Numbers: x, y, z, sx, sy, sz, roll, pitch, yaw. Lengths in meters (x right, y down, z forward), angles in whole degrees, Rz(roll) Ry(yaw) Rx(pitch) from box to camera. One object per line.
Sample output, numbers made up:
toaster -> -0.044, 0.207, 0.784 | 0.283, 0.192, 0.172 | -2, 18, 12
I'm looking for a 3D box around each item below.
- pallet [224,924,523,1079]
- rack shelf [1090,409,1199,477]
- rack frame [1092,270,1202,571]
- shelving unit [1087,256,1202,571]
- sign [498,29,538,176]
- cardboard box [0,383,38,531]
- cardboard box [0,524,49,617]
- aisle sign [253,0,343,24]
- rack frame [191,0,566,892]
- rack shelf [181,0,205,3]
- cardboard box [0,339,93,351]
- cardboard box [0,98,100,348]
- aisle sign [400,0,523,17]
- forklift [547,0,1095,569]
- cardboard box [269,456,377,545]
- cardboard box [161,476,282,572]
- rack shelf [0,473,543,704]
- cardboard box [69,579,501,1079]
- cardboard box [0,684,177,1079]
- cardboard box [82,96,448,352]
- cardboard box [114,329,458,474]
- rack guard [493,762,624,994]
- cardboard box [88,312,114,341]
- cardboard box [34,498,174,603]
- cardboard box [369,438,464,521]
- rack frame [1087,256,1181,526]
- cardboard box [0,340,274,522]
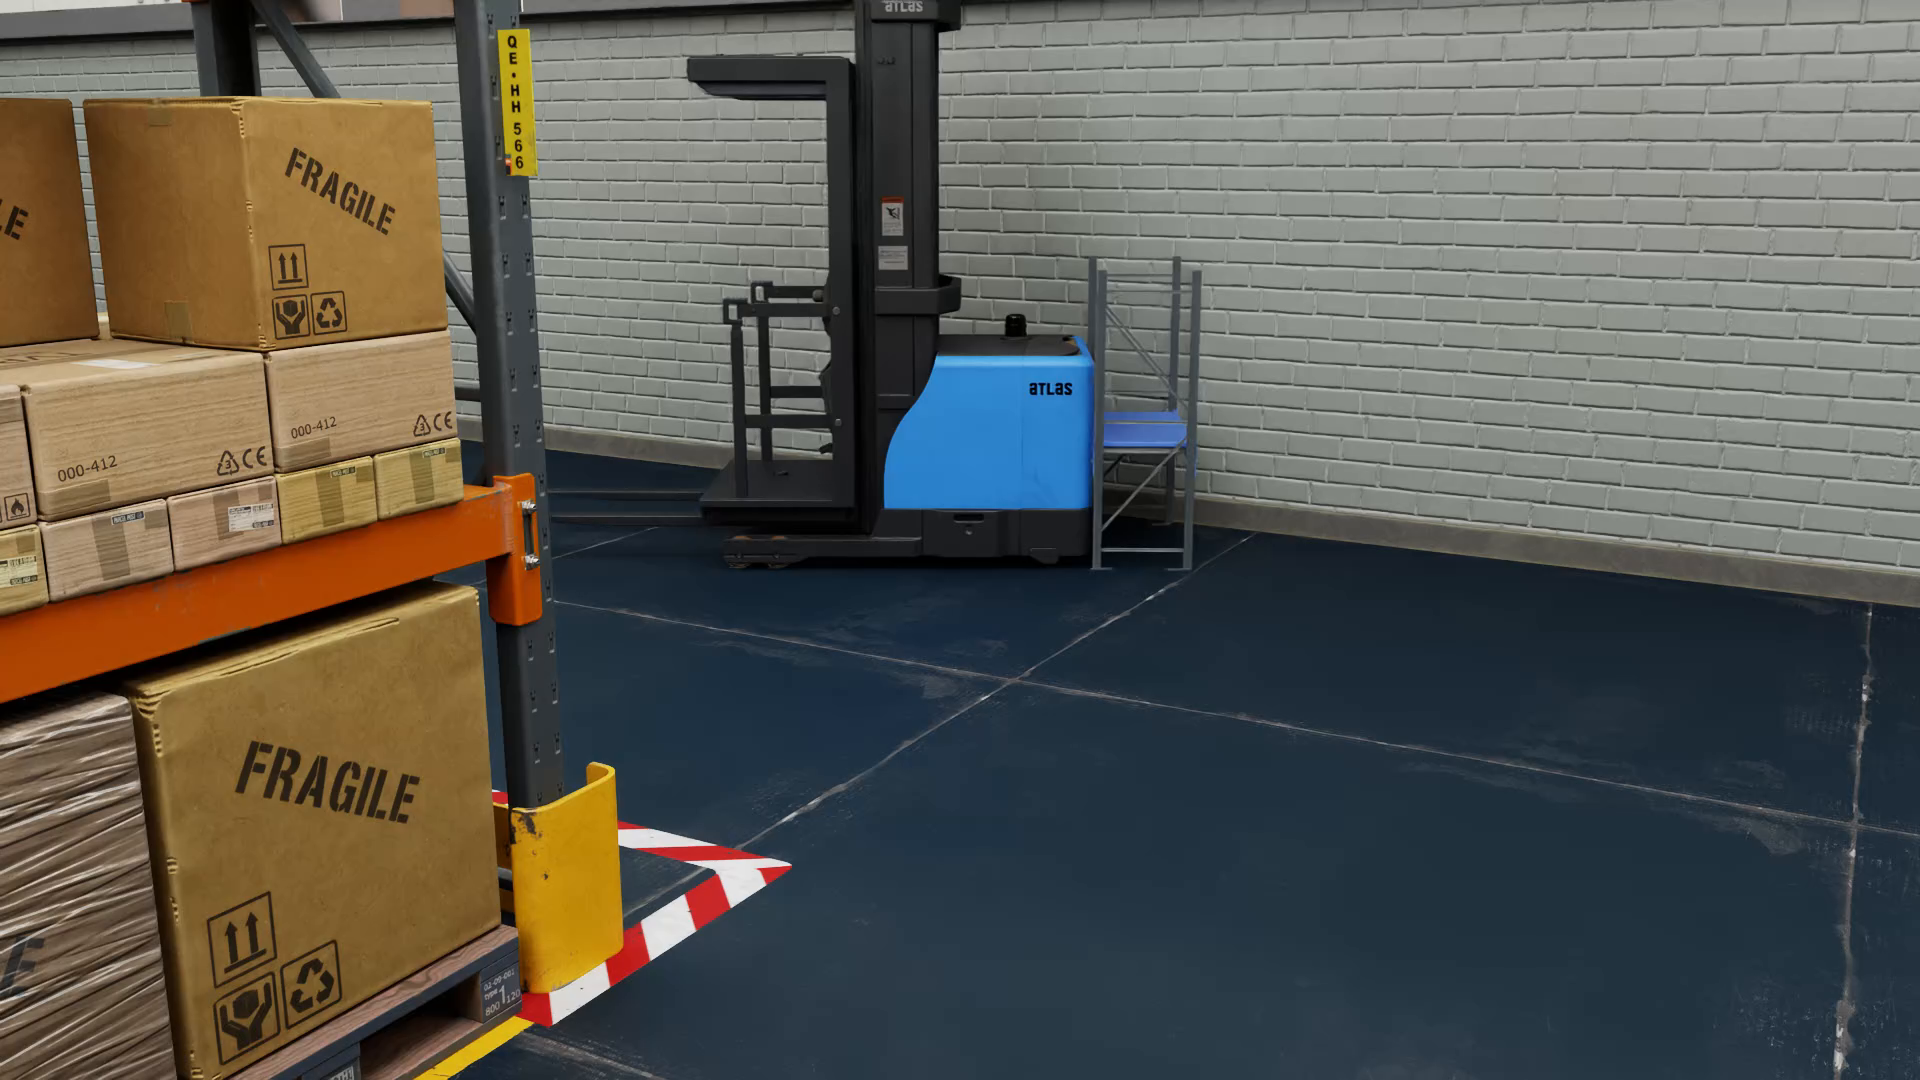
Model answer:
pallet -> -1.808, 1.136, 3.872 | 1.003, 0.211, 1.213 | 7, 15, 28
rack shelf -> 0.935, -0.522, 8.765 | 0.538, 0.185, 1.000 | 0, 14, 2
rack frame -> 0.919, -0.578, 8.229 | 0.500, 1.500, 0.032 | 0, 14, 2
shelving unit -> 0.935, -0.697, 8.723 | 0.538, 1.500, 1.048 | 0, 14, 2
sign -> -1.022, -1.006, 3.832 | 0.100, 0.325, 0.005 | 7, 15, 28
cardboard box -> -1.983, -0.126, 2.843 | 0.500, 0.250, 0.500 | 7, 15, 26
cardboard box -> -1.866, 0.049, 2.964 | 0.380, 0.149, 0.250 | 7, 15, 27
aisle sign -> -1.718, -1.705, 4.160 | 0.394, 0.787, 0.004 | 7, 15, 28
rack frame -> -1.490, -0.393, 4.262 | 1.000, 3.000, 0.127 | 7, 15, 28
rack shelf -> -2.457, -1.091, 2.293 | 1.077, 0.370, 4.000 | 7, 15, 28
cardboard box -> -2.204, -0.289, 3.518 | 0.500, 0.250, 0.500 | 7, 15, 27
cardboard box -> -2.200, -0.658, 3.450 | 0.500, 0.500, 0.500 | 7, 15, 27
aisle sign -> -1.192, -1.637, 3.878 | 0.394, 0.787, 0.004 | 7, 15, 28
forklift -> -0.826, -1.402, 8.595 | 3.031, 2.935, 1.130 | 0, 14, 1
cardboard box -> -1.498, -0.107, 3.612 | 0.380, 0.149, 0.250 | 8, 15, 29
cardboard box -> -1.621, -0.055, 3.398 | 0.380, 0.149, 0.250 | 7, 15, 28
rack shelf -> -2.457, 0.367, 2.645 | 1.077, 0.370, 4.000 | 7, 15, 28
cardboard box -> -1.729, 0.576, 3.880 | 0.875, 0.875, 0.875 | 7, 15, 28
cardboard box -> -2.169, 0.763, 3.105 | 0.875, 0.875, 0.875 | 7, 15, 28
cardboard box -> -1.495, -0.699, 3.619 | 0.500, 0.500, 0.500 | 8, 16, 29
cardboard box -> -1.492, -0.335, 3.708 | 0.500, 0.250, 0.500 | 7, 15, 27
rack guard -> -1.478, 0.818, 4.576 | 1.175, 0.500, 0.348 | 7, 15, 28
cardboard box -> -1.958, -0.397, 3.963 | 0.500, 0.250, 0.500 | 7, 15, 27
cardboard box -> -1.742, -0.004, 3.186 | 0.380, 0.149, 0.250 | 8, 16, 29
cardboard box -> -1.374, -0.160, 3.834 | 0.380, 0.149, 0.250 | 8, 16, 29
rack frame -> 0.952, -0.816, 9.217 | 0.500, 1.500, 0.032 | 0, 14, 2
cardboard box -> -1.738, -0.231, 3.277 | 0.500, 0.250, 0.500 | 7, 15, 27
